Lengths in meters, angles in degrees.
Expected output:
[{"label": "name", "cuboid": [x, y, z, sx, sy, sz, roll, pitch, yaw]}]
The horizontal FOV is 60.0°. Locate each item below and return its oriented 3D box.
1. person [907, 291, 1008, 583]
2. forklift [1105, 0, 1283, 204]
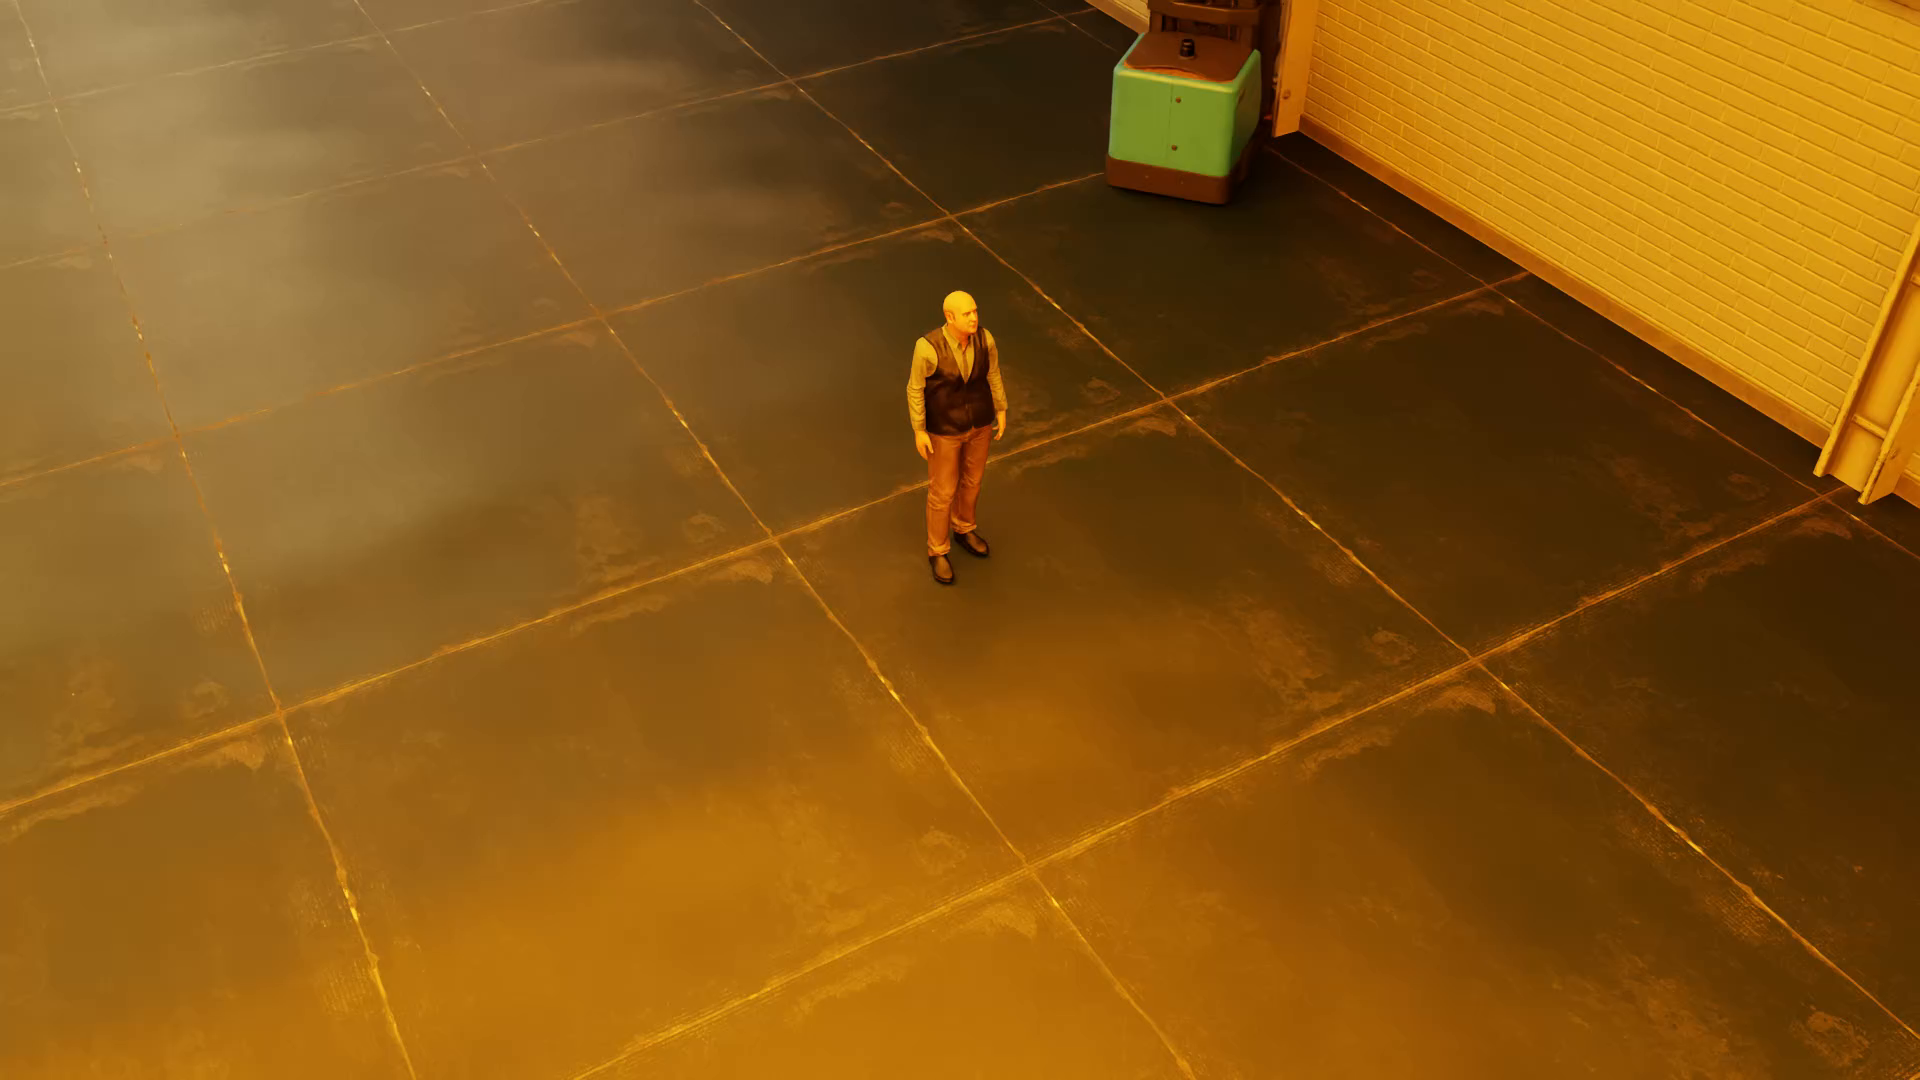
[{"label": "person", "cuboid": [0.024, -0.631, 9.733, 0.632, 1.720, 0.568, -20, 44, -23]}, {"label": "forklift", "cuboid": [2.218, -4.800, 13.823, 1.130, 2.935, 3.031, 14, 42, 16]}]
